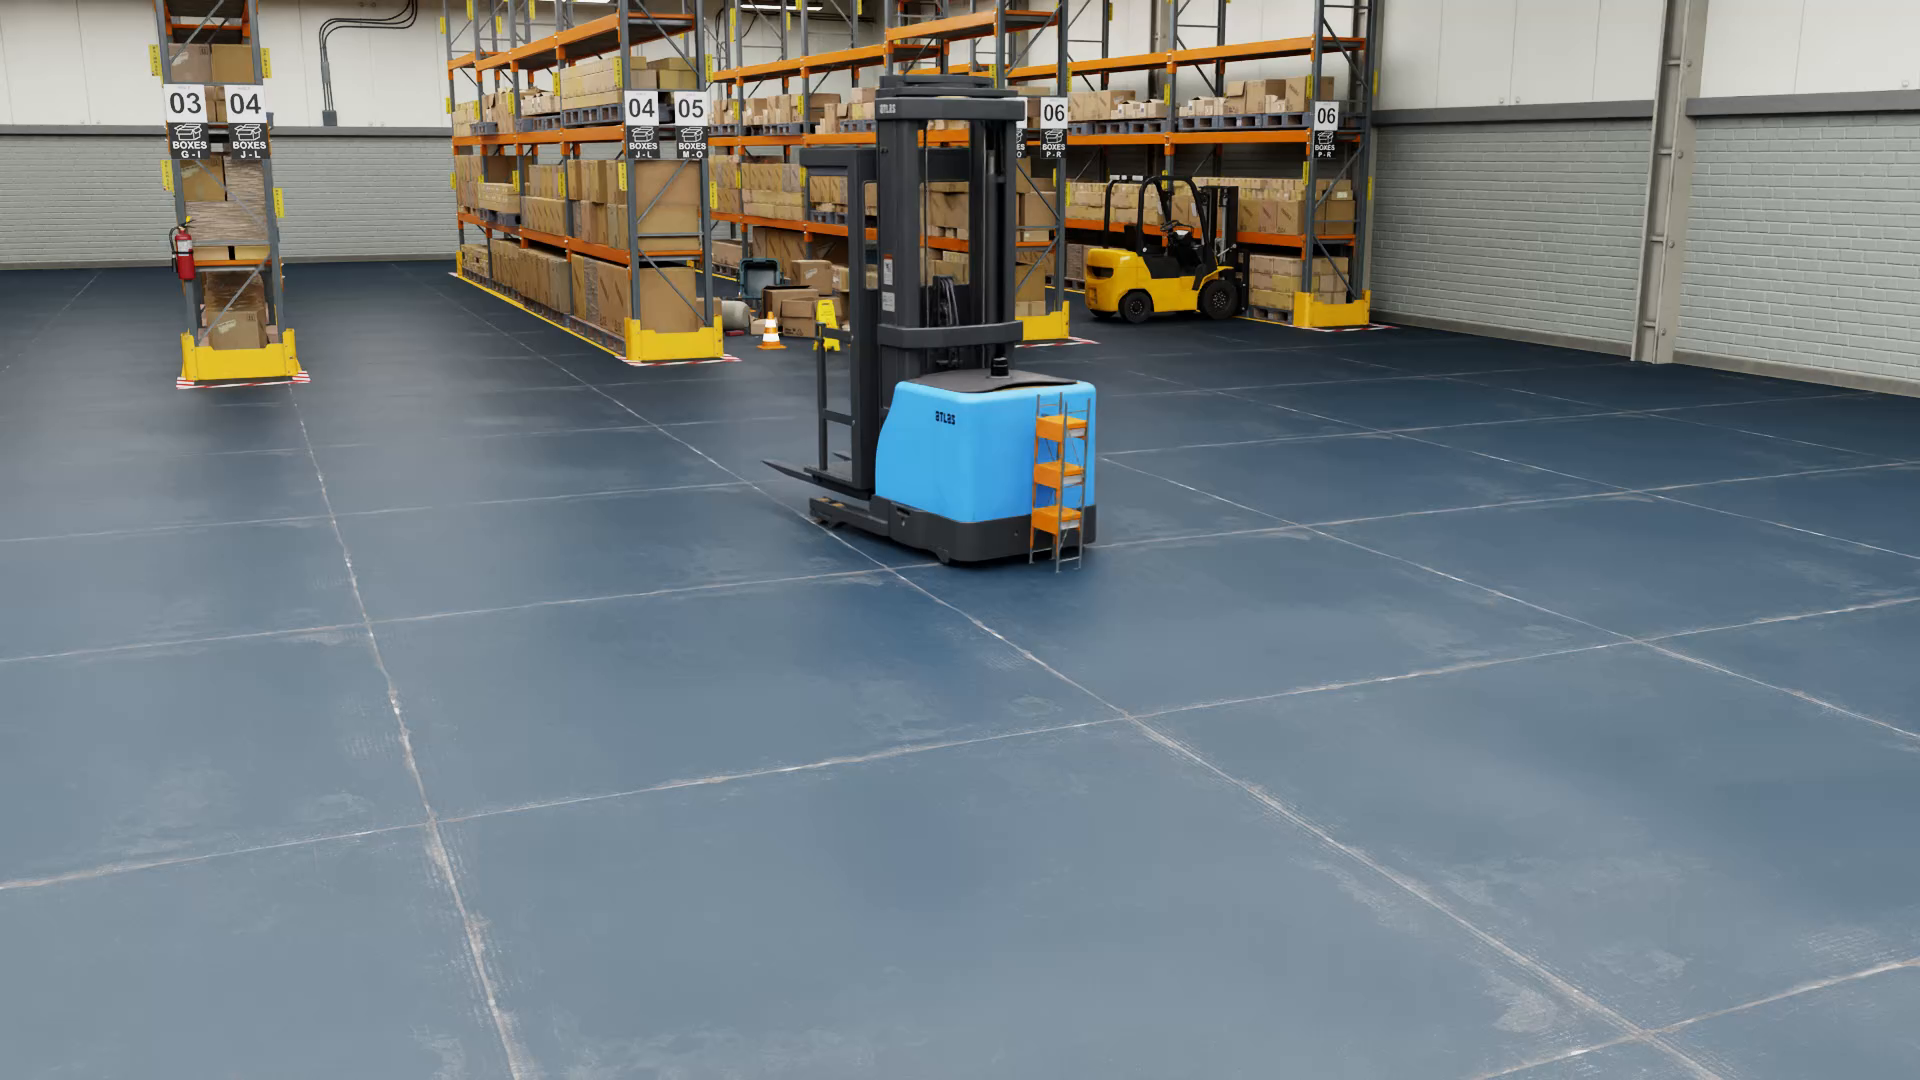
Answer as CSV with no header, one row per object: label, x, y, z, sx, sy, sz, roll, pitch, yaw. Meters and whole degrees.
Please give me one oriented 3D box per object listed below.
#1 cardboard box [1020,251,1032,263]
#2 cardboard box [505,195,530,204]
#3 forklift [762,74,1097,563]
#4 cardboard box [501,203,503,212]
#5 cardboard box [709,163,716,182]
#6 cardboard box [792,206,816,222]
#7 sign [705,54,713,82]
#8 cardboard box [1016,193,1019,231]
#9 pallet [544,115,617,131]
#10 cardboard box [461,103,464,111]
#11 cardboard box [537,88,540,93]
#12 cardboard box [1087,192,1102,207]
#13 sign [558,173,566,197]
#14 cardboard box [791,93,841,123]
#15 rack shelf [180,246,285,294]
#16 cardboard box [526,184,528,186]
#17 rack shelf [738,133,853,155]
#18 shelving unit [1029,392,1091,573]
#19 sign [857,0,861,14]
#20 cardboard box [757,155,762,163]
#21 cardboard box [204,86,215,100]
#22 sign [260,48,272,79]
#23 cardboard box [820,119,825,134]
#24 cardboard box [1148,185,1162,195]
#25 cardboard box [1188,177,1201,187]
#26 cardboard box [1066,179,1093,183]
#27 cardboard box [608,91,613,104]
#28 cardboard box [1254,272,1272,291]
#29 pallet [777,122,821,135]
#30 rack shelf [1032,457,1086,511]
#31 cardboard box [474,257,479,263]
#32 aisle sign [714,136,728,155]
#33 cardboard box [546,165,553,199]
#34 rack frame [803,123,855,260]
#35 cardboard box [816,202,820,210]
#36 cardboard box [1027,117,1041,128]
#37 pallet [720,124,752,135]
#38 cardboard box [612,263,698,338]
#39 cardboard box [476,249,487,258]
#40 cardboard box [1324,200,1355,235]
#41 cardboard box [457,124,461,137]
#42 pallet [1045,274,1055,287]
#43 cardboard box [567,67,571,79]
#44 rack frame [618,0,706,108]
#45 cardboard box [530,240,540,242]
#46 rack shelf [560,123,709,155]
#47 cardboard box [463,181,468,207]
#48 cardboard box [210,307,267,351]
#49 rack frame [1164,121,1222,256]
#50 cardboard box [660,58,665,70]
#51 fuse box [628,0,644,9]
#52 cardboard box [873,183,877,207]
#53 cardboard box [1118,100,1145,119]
cardboard box,1.516,-5.573,32.911,0.500,0.500,0.500,-5,14,-21
cardboard box,-7.371,-5.677,27.714,0.380,0.149,0.250,-5,14,-22
forklift,-0.372,-1.568,11.145,1.130,2.935,3.031,-9,16,-33
cardboard box,-7.576,-5.636,28.197,0.380,0.149,0.250,-5,14,-22
cardboard box,-4.907,-7.606,34.643,0.500,0.500,0.500,-6,14,-23
cardboard box,-2.701,-5.865,29.892,0.500,0.250,0.500,-6,14,-25
sign,-3.040,-5.711,20.127,0.100,0.325,0.005,-6,14,-23
cardboard box,0.474,-4.485,22.716,0.500,0.500,0.500,-6,14,-24
pallet,-5.566,-6.116,24.415,0.805,0.209,1.217,-6,14,-25
cardboard box,-9.597,-8.507,32.660,0.380,0.149,0.250,-5,14,-21
cardboard box,-7.010,-7.536,28.208,0.396,0.266,0.258,-6,14,-23
cardboard box,2.632,-6.150,30.013,0.500,0.250,0.500,-6,14,-24
sign,-5.647,-5.037,23.590,0.100,0.325,0.005,-6,14,-23
cardboard box,-2.550,-7.638,29.405,0.797,0.503,0.637,-7,15,-26
rack shelf,-8.937,-3.372,20.383,1.077,0.370,4.000,-6,14,-23
cardboard box,-7.497,-6.253,29.542,0.380,0.149,0.250,-6,14,-25
rack shelf,-3.062,-7.381,31.053,1.077,0.370,4.000,-6,14,-23
shelving unit,0.598,-0.347,10.014,0.215,1.050,0.252,-10,20,-38
sign,-1.768,-9.325,28.955,0.100,0.325,0.005,-6,14,-23
cardboard box,-3.869,-7.676,33.504,0.380,0.149,0.250,-5,14,-22
cardboard box,-8.530,-4.985,18.554,0.380,0.149,0.250,-6,14,-25
sign,-7.639,-5.246,18.291,0.100,0.325,0.005,-6,14,-23
cardboard box,-2.188,-7.120,28.627,0.396,0.266,0.258,-6,14,-23
cardboard box,3.428,-5.947,28.252,0.380,0.149,0.250,-6,14,-24
cardboard box,3.948,-5.853,27.185,0.380,0.149,0.250,-5,14,-22
cardboard box,2.223,-6.680,31.927,0.500,0.500,0.500,-5,14,-20
cardboard box,-4.095,-5.419,20.383,0.380,0.149,0.250,-5,14,-22
cardboard box,4.818,-3.939,25.295,0.500,0.250,0.500,-6,14,-24
pallet,-2.567,-7.355,29.762,1.213,0.211,1.003,-5,14,-20
rack shelf,0.598,-0.337,10.017,0.215,0.259,0.240,-10,20,-38
cardboard box,-9.552,-5.658,33.395,0.380,0.149,0.250,-6,14,-26
aisle sign,-5.210,-8.819,36.558,0.394,0.787,0.004,-6,14,-23
cardboard box,-5.969,-5.516,25.610,0.700,0.500,0.500,-6,14,-24
rack frame,-2.261,-5.857,29.525,1.000,3.000,0.127,-6,14,-23
cardboard box,-2.301,-5.856,29.143,0.380,0.149,0.250,-7,15,-26
cardboard box,1.108,-5.641,22.497,0.380,0.149,0.250,-6,14,-23
pallet,-4.181,-8.272,33.502,1.003,0.211,1.213,-6,14,-23
cardboard box,-3.883,-3.040,21.133,0.875,0.875,0.875,-6,14,-23
cardboard box,-9.210,-5.579,32.397,0.380,0.149,0.250,-6,14,-26
cardboard box,5.546,-4.830,24.863,0.500,0.500,0.500,-5,14,-21
cardboard box,-9.808,-8.205,33.351,0.500,0.250,0.500,-5,14,-21
pallet,2.021,-5.105,32.461,1.003,0.211,1.213,-6,14,-23
cardboard box,-5.115,-6.333,22.563,0.380,0.149,0.250,-6,14,-23
rack frame,-3.551,-6.659,19.685,1.000,3.000,0.127,-6,14,-23
cardboard box,-7.410,-5.221,29.727,0.500,0.250,0.500,-6,14,-25
rack shelf,-4.352,-5.261,21.890,1.077,0.370,4.000,-6,14,-23
cardboard box,-9.611,-6.907,33.181,0.500,0.500,0.500,-5,14,-22
cardboard box,-8.371,-2.427,19.315,0.500,0.500,0.500,-3,13,-13
rack frame,3.888,-5.480,27.895,1.000,3.000,0.127,-6,14,-23
cardboard box,-3.493,-5.867,20.550,0.380,0.149,0.250,-6,14,-23
fuse box,-7.967,-13.126,40.531,0.513,0.334,0.176,-6,14,-23
cardboard box,-1.054,-5.504,26.185,0.500,0.500,0.500,-6,14,-24
cardboard box,3.067,-7.437,28.744,0.500,0.311,0.500,-6,14,-25
